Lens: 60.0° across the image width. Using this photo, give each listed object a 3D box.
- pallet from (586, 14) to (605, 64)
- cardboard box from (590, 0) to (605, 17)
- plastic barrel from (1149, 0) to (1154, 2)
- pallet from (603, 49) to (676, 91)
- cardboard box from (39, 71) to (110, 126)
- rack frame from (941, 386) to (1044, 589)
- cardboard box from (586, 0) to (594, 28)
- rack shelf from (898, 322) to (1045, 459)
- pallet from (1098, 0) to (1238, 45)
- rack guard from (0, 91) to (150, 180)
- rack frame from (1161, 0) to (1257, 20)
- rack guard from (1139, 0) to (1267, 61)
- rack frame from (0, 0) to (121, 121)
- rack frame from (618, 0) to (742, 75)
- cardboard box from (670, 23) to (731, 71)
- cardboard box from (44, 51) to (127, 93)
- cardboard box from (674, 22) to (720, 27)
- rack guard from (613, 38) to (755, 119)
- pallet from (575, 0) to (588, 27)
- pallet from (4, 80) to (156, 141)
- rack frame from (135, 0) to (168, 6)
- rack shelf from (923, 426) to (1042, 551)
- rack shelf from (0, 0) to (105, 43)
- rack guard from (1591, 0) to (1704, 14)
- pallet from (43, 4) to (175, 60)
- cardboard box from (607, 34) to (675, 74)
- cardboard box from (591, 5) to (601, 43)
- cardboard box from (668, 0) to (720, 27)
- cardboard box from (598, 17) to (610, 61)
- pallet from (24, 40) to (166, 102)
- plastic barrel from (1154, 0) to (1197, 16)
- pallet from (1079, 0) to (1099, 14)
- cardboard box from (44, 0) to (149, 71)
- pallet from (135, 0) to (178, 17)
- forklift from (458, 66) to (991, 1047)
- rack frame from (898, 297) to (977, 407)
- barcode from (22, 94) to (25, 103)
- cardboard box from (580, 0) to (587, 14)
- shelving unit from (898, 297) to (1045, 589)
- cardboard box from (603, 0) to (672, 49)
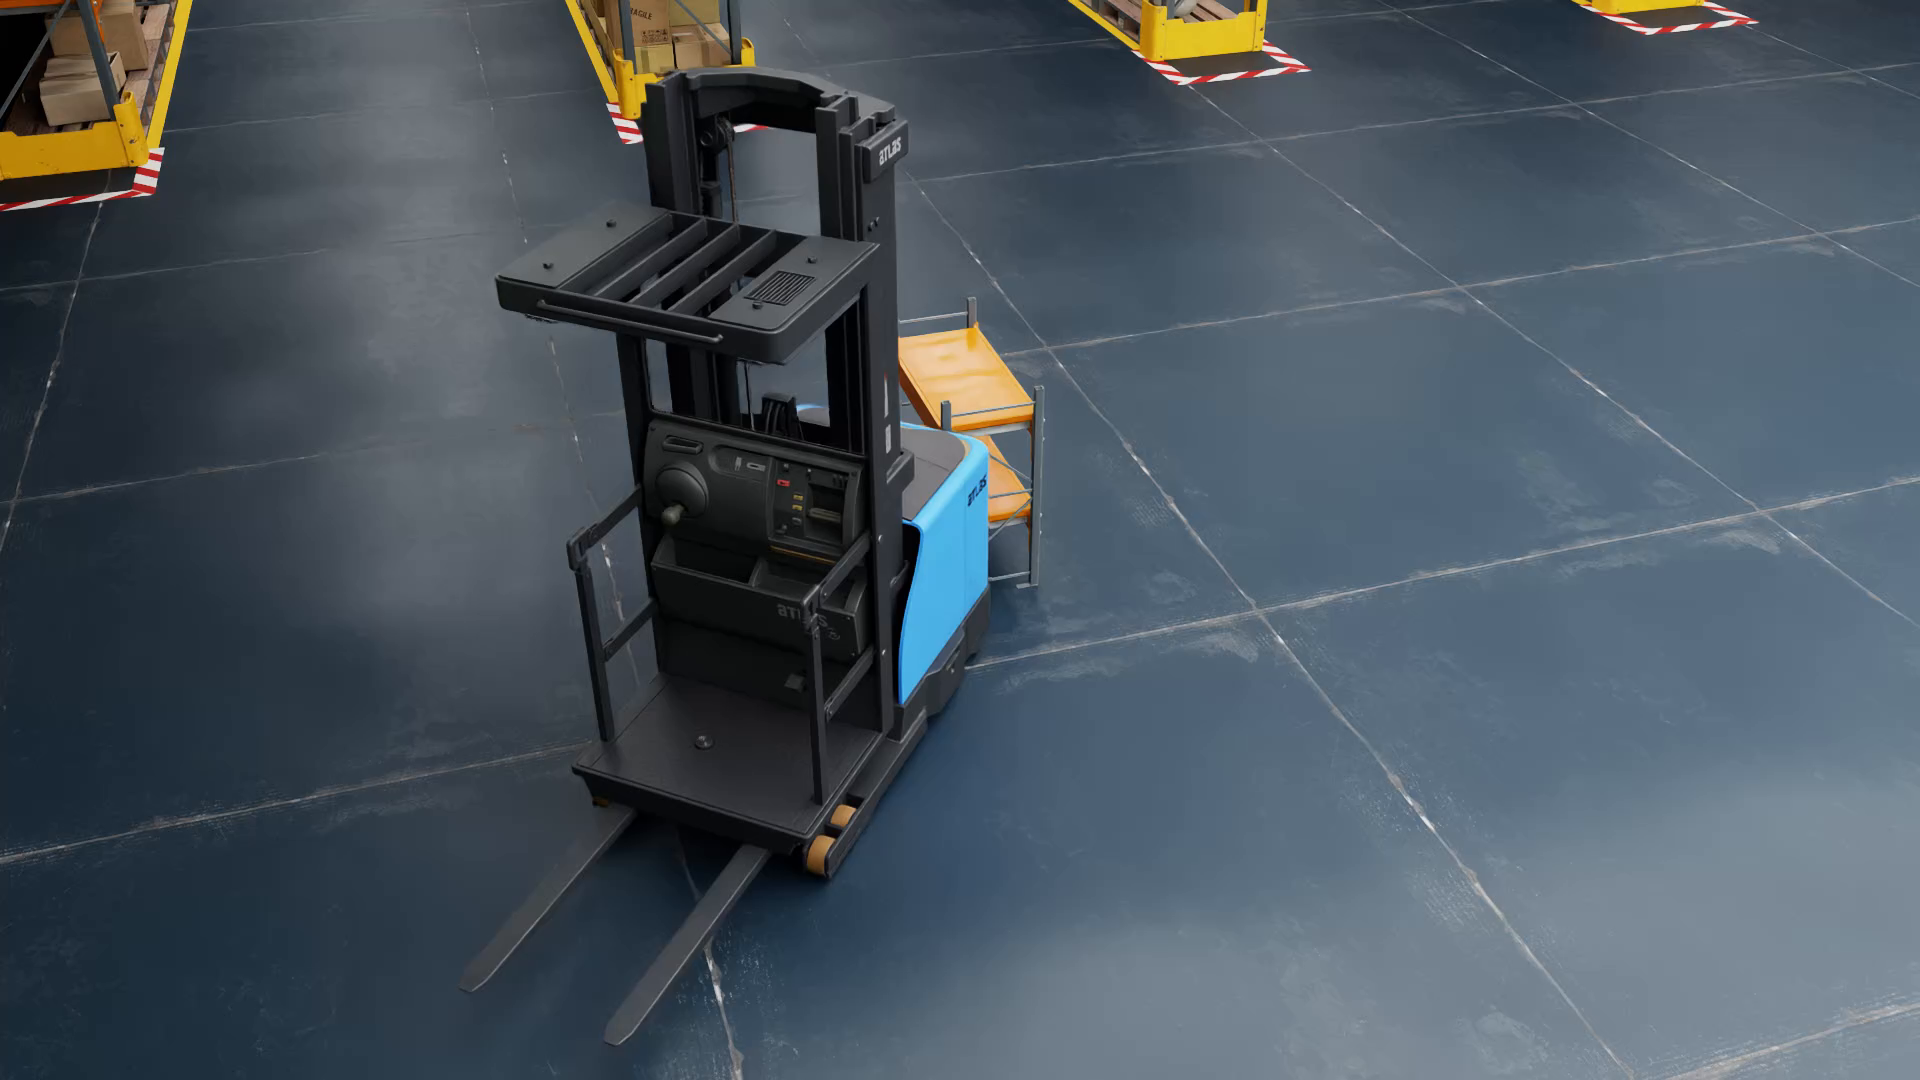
[{"bbox_3d":[-3.006,-4.902,15.977,1.003,0.211,1.213,-10,35,-15],"label":"pallet"},{"bbox_3d":[-3.130,-5.127,15.221,0.500,0.500,0.500,-10,35,-15],"label":"cardboard box"},{"bbox_3d":[1.928,-5.596,16.373,0.421,0.512,0.421,0,33,0],"label":"plastic barrel"},{"bbox_3d":[-2.638,-4.263,15.009,1.003,0.211,1.213,-10,35,-15],"label":"pallet"},{"bbox_3d":[-7.206,-3.637,13.573,0.500,0.311,0.500,-14,36,-20],"label":"cardboard box"},{"bbox_3d":[0.153,-0.206,8.041,0.500,1.125,0.032,-10,35,-15],"label":"rack frame"},{"bbox_3d":[-3.278,-5.077,15.826,0.500,0.250,0.500,-10,35,-15],"label":"cardboard box"},{"bbox_3d":[-0.002,-0.717,8.284,0.538,0.278,1.000,-10,35,-15],"label":"rack shelf"},{"bbox_3d":[2.043,-5.159,16.365,1.003,0.211,1.213,-10,35,-15],"label":"pallet"},{"bbox_3d":[-7.104,-3.194,13.130,1.175,0.500,0.348,-10,35,-15],"label":"rack guard"},{"bbox_3d":[2.354,-5.863,14.901,1.000,3.000,0.127,-10,35,-15],"label":"rack frame"},{"bbox_3d":[2.286,-4.852,15.639,1.175,0.500,0.348,-10,35,-15],"label":"rack guard"},{"bbox_3d":[-7.081,-4.197,12.380,1.000,3.000,0.127,-10,35,-15],"label":"rack frame"},{"bbox_3d":[-2.364,-5.032,13.644,1.000,3.000,0.127,-10,35,-15],"label":"rack frame"},{"bbox_3d":[-2.316,-4.379,14.769,0.500,0.250,0.500,-10,35,-15],"label":"cardboard box"},{"bbox_3d":[-7.380,-3.936,14.026,0.500,0.311,0.500,-7,34,-11],"label":"cardboard box"},{"bbox_3d":[-2.472,-4.641,15.165,0.500,0.250,0.500,-10,35,-15],"label":"cardboard box"},{"bbox_3d":[-2.357,-3.976,14.314,1.175,0.500,0.348,-10,35,-15],"label":"rack guard"},{"bbox_3d":[-3.382,-5.544,16.948,1.003,0.211,1.213,-10,35,-15],"label":"pallet"},{"bbox_3d":[-7.318,-3.506,13.864,1.003,0.211,1.213,-10,35,-15],"label":"pallet"},{"bbox_3d":[-8.301,-6.297,15.558,1.000,3.000,0.127,-10,35,-15],"label":"rack frame"},{"bbox_3d":[-0.002,-0.269,8.580,0.538,0.278,1.000,-10,35,-15],"label":"rack shelf"},{"bbox_3d":[-7.691,-4.947,14.168,1.077,0.370,4.000,-10,35,-15],"label":"rack shelf"},{"bbox_3d":[7.048,-5.693,16.911,1.175,0.500,0.348,-10,35,-15],"label":"rack guard"},{"bbox_3d":[-8.063,-4.787,15.802,1.003,0.211,1.213,-10,35,-15],"label":"pallet"},{"bbox_3d":[-2.809,-4.292,14.637,0.500,0.250,0.500,-10,35,-15],"label":"cardboard box"},{"bbox_3d":[-3.128,-4.814,15.428,0.500,0.250,0.500,-10,35,-15],"label":"cardboard box"},{"bbox_3d":[-2.471,-4.954,14.959,0.500,0.500,0.500,-10,35,-15],"label":"cardboard box"},{"bbox_3d":[-2.973,-4.552,15.031,0.500,0.250,0.500,-10,35,-15],"label":"cardboard box"},{"bbox_3d":[-7.687,-4.145,14.831,1.003,0.211,1.213,-10,35,-15],"label":"pallet"},{"bbox_3d":[2.080,-5.333,15.975,0.421,0.512,0.421,0,33,0],"label":"plastic barrel"},{"bbox_3d":[1.675,-5.798,17.333,1.003,0.211,1.213,-10,35,-15],"label":"pallet"},{"bbox_3d":[-7.556,-4.409,14.569,0.700,0.500,0.500,-12,35,-18],"label":"cardboard box"},{"bbox_3d":[-8.540,-5.542,16.945,1.003,0.211,1.213,-10,35,-15],"label":"pallet"},{"bbox_3d":[-0.895,-0.137,6.298,1.130,2.935,3.031,13,36,19],"label":"forklift"},{"bbox_3d":[-0.157,-0.740,8.849,0.500,1.125,0.032,-10,35,-15],"label":"rack frame"},{"bbox_3d":[-7.593,-3.583,13.483,0.001,0.075,0.075,-10,35,-15],"label":"barcode"},{"bbox_3d":[-3.437,-5.339,16.221,0.500,0.250,0.500,-10,35,-15],"label":"cardboard box"},{"bbox_3d":[-0.002,-0.473,8.445,0.538,1.125,1.048,-10,35,-15],"label":"shelving unit"},{"bbox_3d":[-2.811,-4.604,14.430,0.500,0.500,0.500,-10,35,-15],"label":"cardboard box"}]
